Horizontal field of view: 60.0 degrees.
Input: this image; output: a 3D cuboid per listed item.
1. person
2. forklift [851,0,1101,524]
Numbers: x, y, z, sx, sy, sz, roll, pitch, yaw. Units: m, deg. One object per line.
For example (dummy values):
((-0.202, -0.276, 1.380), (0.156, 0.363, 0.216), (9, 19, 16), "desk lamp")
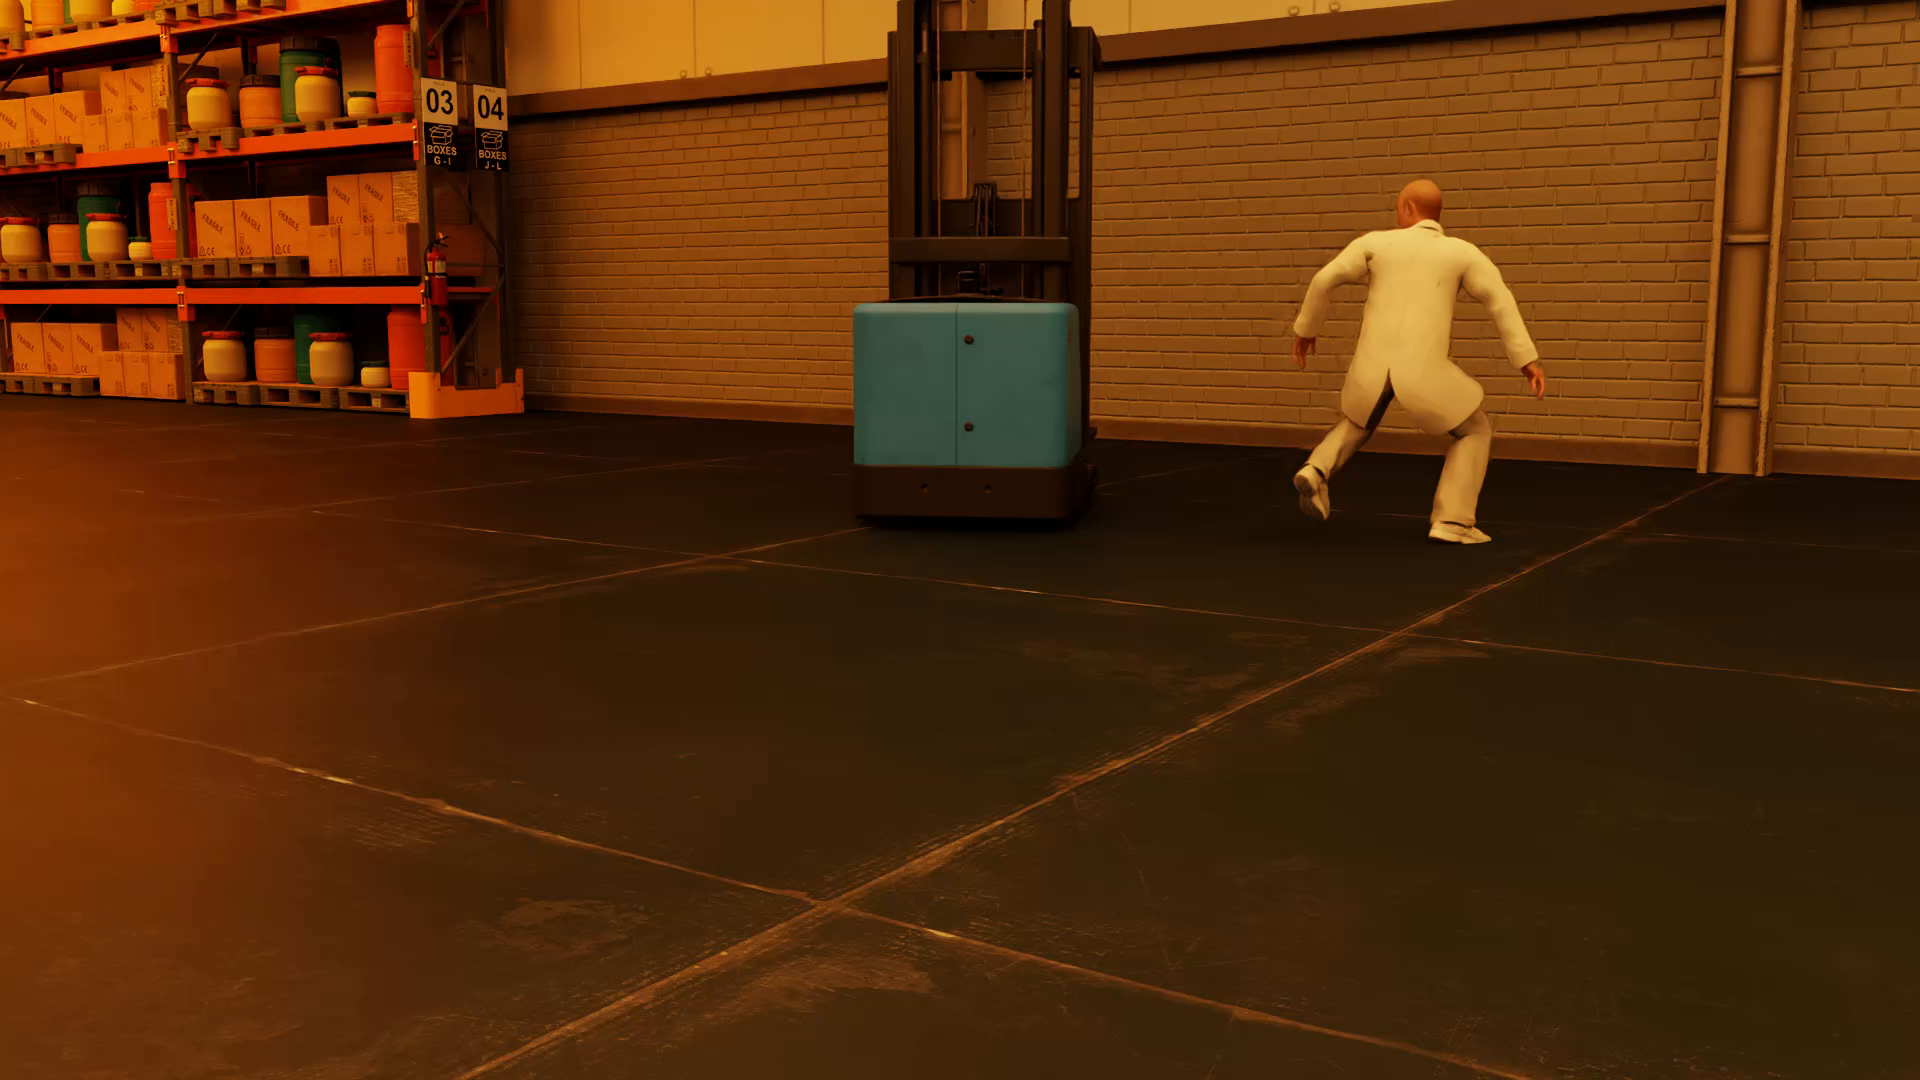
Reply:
((2.053, -0.786, 7.513), (1.120, 1.658, 0.542), (5, 10, 32), "person")
((0.195, -1.699, 9.138), (1.130, 2.935, 3.031), (1, 8, 8), "forklift")
